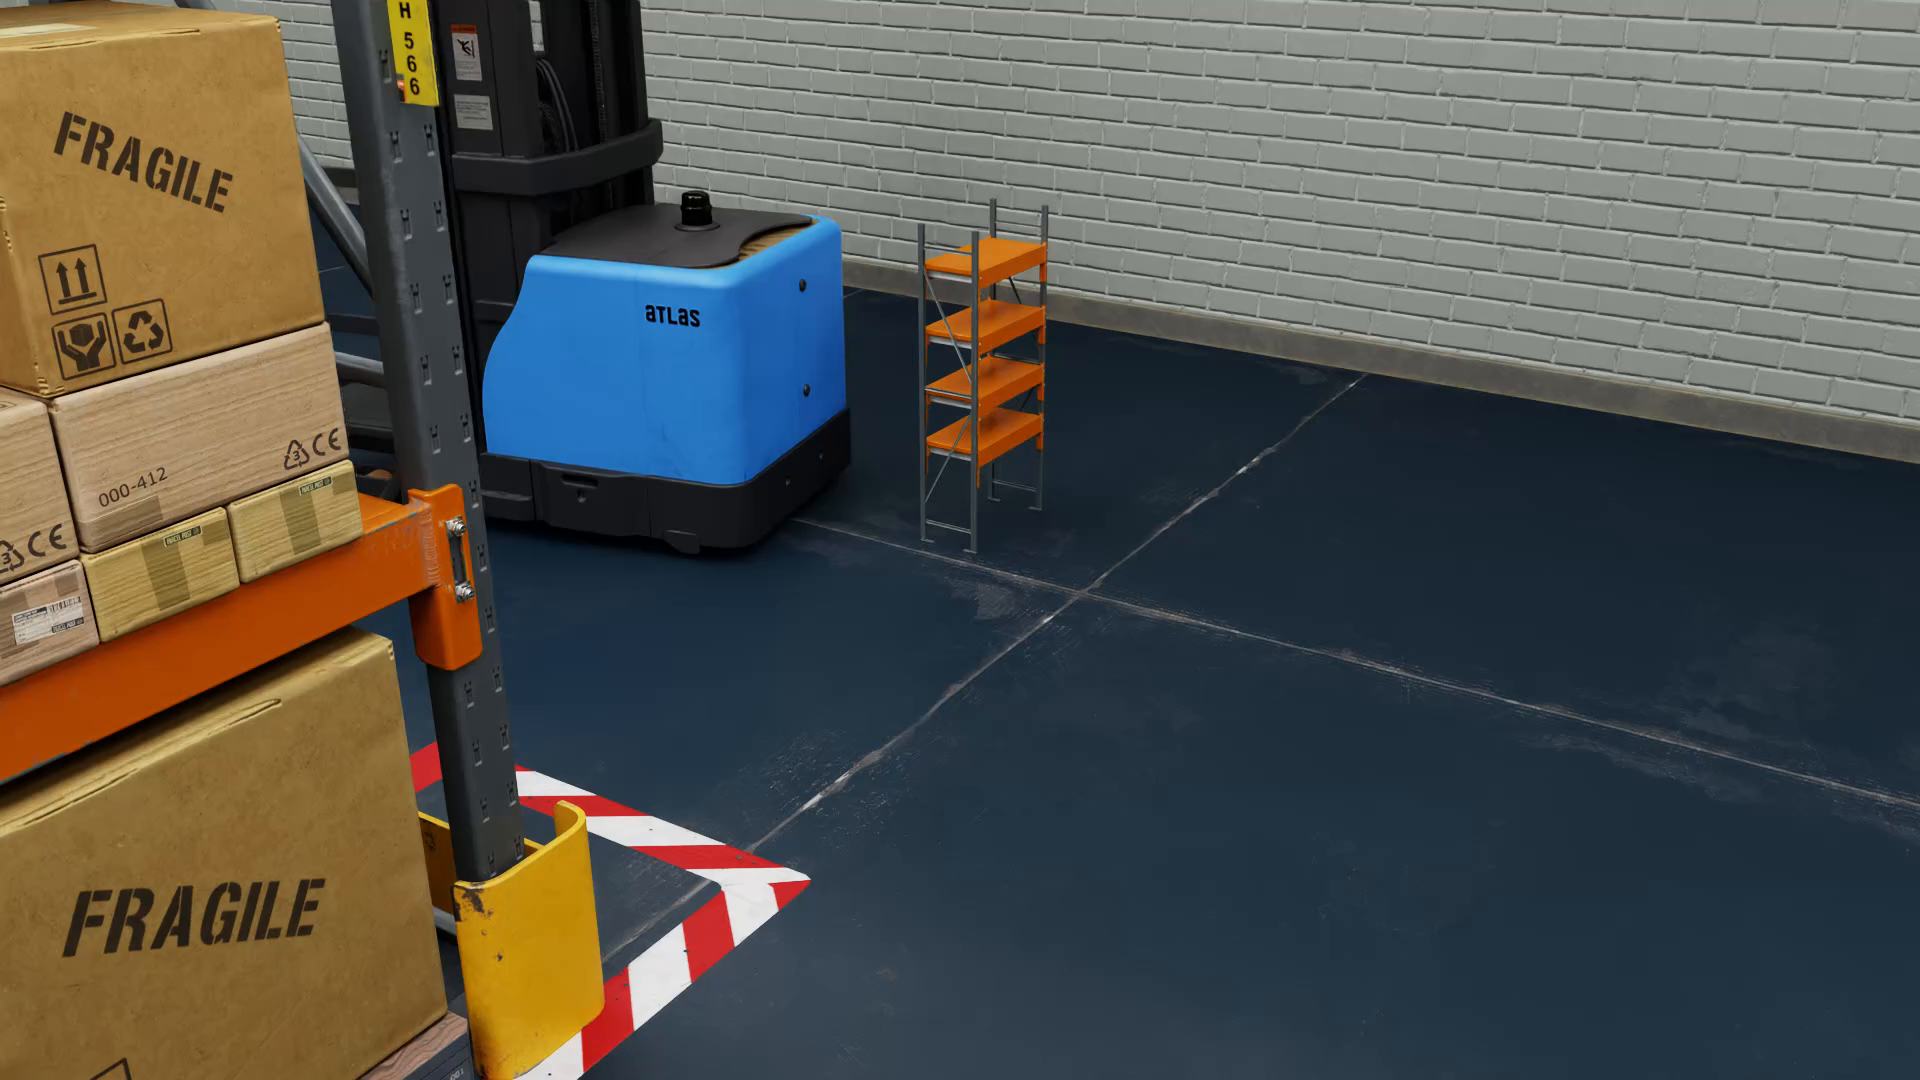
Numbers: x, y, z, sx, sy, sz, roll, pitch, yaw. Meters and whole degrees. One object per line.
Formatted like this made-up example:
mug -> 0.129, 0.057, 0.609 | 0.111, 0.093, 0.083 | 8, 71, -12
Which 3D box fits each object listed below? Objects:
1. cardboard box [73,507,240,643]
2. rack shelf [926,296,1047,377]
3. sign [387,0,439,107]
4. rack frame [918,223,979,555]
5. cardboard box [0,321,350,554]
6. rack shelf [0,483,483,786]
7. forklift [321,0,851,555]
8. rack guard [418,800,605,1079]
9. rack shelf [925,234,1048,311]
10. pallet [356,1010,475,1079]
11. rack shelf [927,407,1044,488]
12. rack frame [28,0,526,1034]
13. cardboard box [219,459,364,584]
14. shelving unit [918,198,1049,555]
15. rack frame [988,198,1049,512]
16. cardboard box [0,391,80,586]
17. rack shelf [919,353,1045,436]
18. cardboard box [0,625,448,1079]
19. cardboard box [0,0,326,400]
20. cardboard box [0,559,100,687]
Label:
cardboard box -> -1.429, 0.015, 2.755 | 0.380, 0.149, 0.250 | 14, 27, 29
rack shelf -> 0.087, -0.750, 6.079 | 0.258, 0.148, 0.480 | 14, 27, 29
sign -> -0.932, -0.899, 2.795 | 0.100, 0.325, 0.005 | 14, 27, 29
rack frame -> -0.041, -0.524, 5.950 | 0.240, 1.200, 0.015 | 14, 27, 29
cardboard box -> -1.416, -0.226, 2.810 | 0.500, 0.250, 0.500 | 13, 27, 28
rack shelf -> -2.441, 0.628, 1.930 | 1.077, 0.370, 4.000 | 14, 27, 29
forklift -> -2.017, -1.637, 6.342 | 3.031, 2.935, 1.130 | 8, 25, 18
rack guard -> -1.373, 0.762, 3.861 | 1.175, 0.500, 0.348 | 14, 27, 29
rack shelf -> 0.087, -0.967, 5.985 | 0.258, 0.148, 0.480 | 14, 27, 29
pallet -> -1.741, 1.189, 3.239 | 1.003, 0.211, 1.213 | 14, 27, 29
rack shelf -> 0.087, -0.363, 6.246 | 0.258, 0.148, 0.480 | 14, 27, 29
rack frame -> -1.386, -0.377, 3.346 | 1.000, 3.000, 0.127 | 14, 27, 29
cardboard box -> -1.294, -0.073, 2.959 | 0.380, 0.149, 0.250 | 14, 27, 30
shelving unit -> 0.087, -0.606, 6.141 | 0.258, 1.200, 0.503 | 14, 27, 29
rack frame -> 0.216, -0.689, 6.331 | 0.240, 1.200, 0.015 | 14, 27, 29
cardboard box -> -1.684, -0.055, 2.415 | 0.500, 0.250, 0.500 | 13, 27, 28
rack shelf -> 0.087, -0.545, 6.167 | 0.258, 0.148, 0.480 | 14, 27, 29
cardboard box -> -1.655, 0.638, 3.147 | 0.875, 0.875, 0.875 | 14, 27, 29
cardboard box -> -1.419, -0.570, 2.661 | 0.500, 0.500, 0.500 | 14, 27, 30
cardboard box -> -1.563, 0.100, 2.559 | 0.380, 0.149, 0.250 | 14, 27, 29
